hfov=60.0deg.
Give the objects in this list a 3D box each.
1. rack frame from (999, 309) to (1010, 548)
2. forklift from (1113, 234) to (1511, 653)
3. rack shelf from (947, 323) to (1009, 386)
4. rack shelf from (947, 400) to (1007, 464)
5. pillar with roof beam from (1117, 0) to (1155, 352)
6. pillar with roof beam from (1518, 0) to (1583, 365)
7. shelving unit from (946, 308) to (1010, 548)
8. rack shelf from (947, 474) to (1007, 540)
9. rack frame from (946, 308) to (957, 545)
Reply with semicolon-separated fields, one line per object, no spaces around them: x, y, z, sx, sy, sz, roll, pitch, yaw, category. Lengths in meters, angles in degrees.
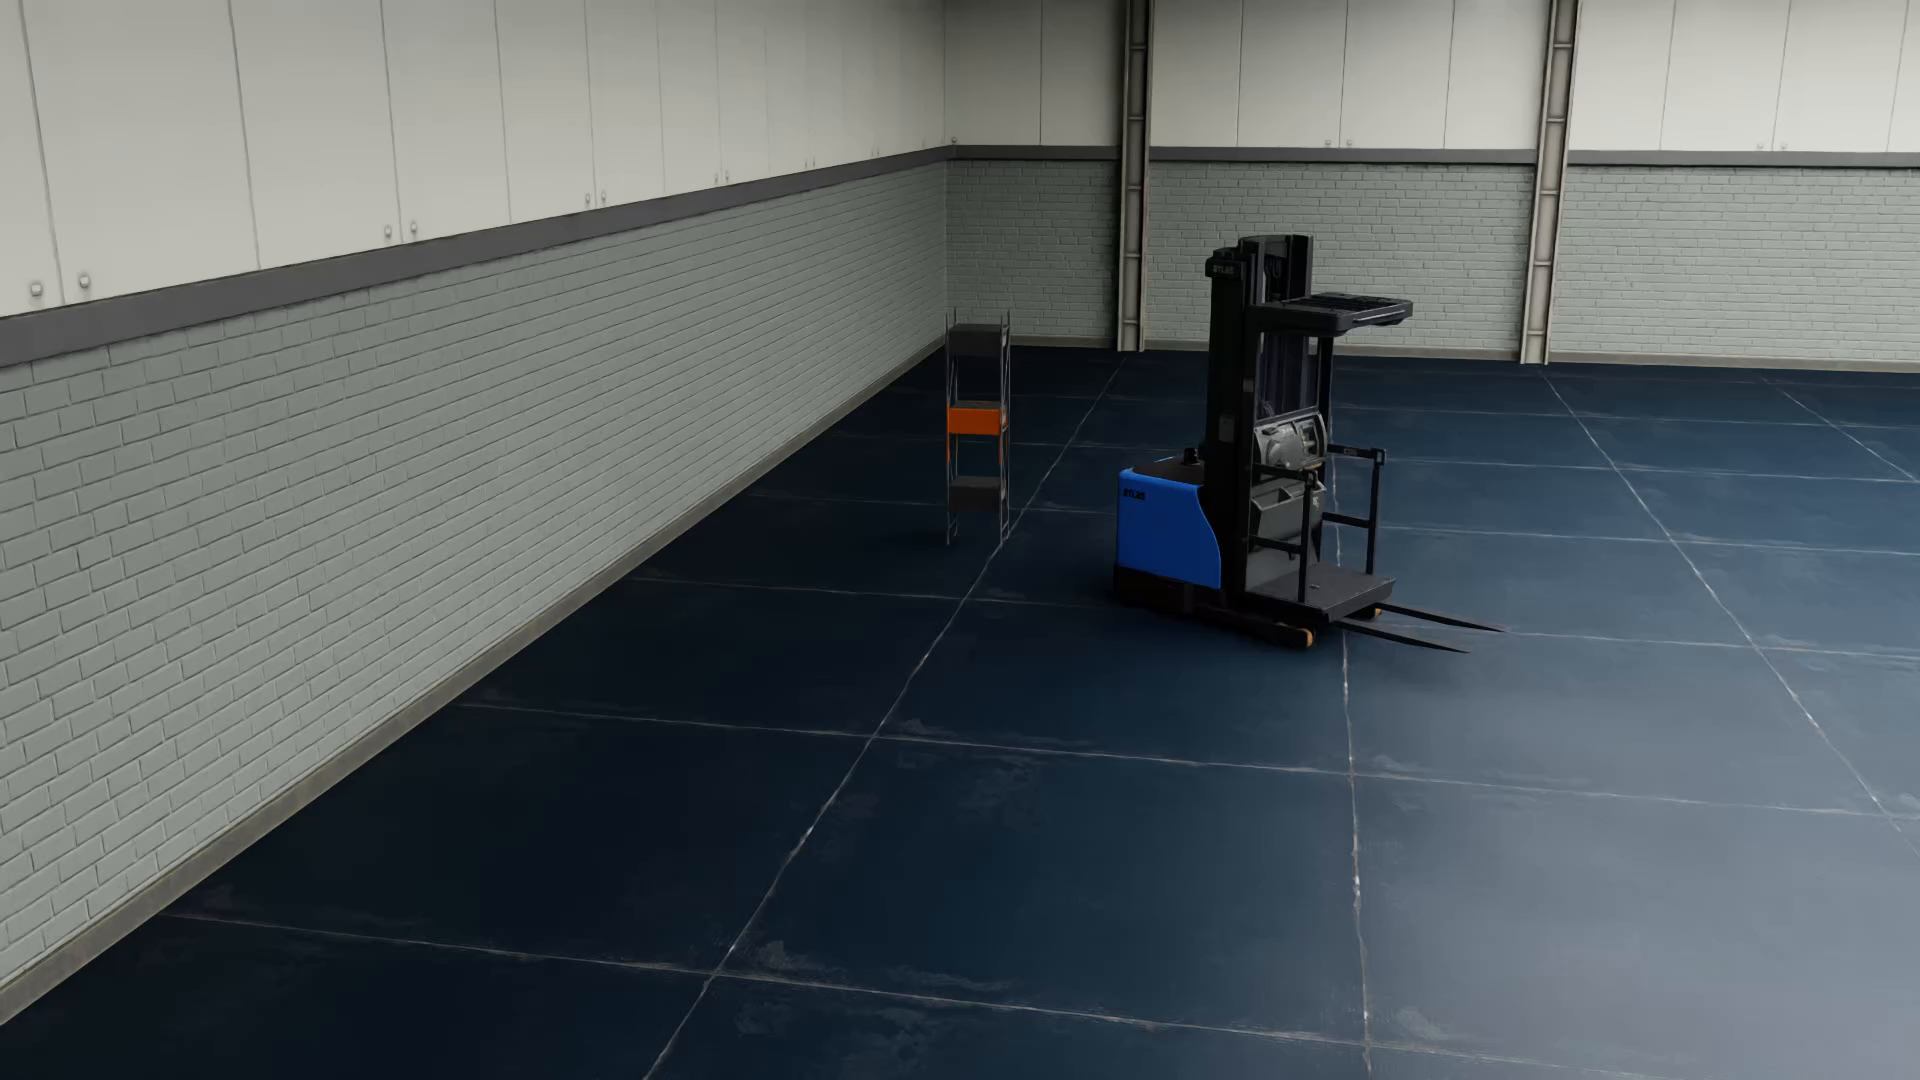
0.401;-0.990;14.891;0.015;2.100;0.400;3;16;11;rack frame
2.662;-0.754;12.480;3.031;2.935;1.130;14;21;41;forklift
0.162;-1.665;14.755;0.480;0.518;0.431;3;16;11;rack shelf
0.162;-0.990;14.942;0.480;0.518;0.431;3;16;11;rack shelf
1.808;-6.179;20.698;0.400;9.000;9.100;3;16;11;pillar with roof beam
7.688;-5.859;19.546;0.400;9.000;9.100;3;16;11;pillar with roof beam
0.162;-1.003;14.938;0.503;2.100;0.431;3;16;11;shelving unit
0.162;-0.315;15.128;0.480;0.518;0.431;3;16;11;rack shelf
-0.077;-1.016;14.985;0.015;2.100;0.400;3;16;11;rack frame
